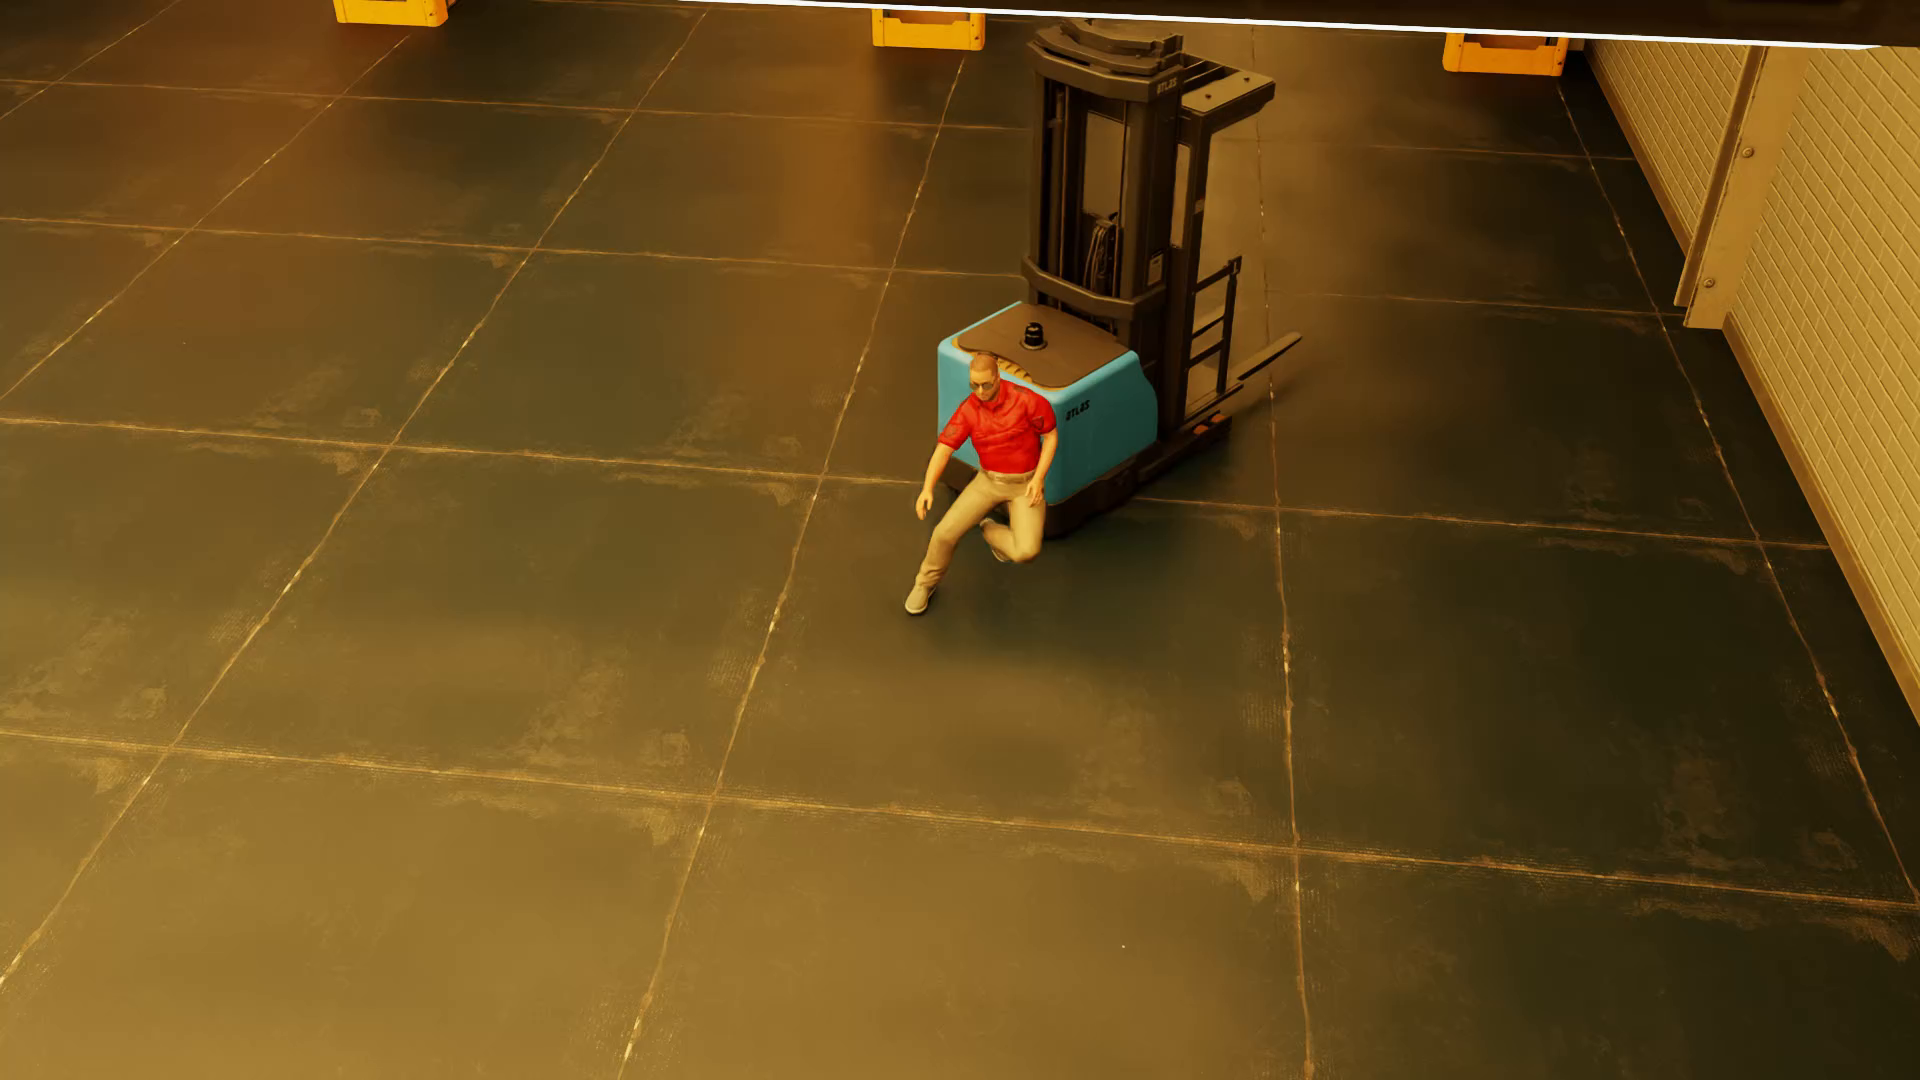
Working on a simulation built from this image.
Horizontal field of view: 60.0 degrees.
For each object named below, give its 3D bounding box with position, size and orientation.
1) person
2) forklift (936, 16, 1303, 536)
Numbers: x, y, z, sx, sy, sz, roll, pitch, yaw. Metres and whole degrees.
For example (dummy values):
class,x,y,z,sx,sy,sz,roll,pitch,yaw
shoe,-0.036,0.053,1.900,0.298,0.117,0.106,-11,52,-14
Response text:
class,x,y,z,sx,sy,sz,roll,pitch,yaw
person,0.113,-0.274,9.547,0.797,1.562,0.721,10,38,13
forklift,1.224,-1.984,10.722,1.130,2.935,3.031,29,45,34
